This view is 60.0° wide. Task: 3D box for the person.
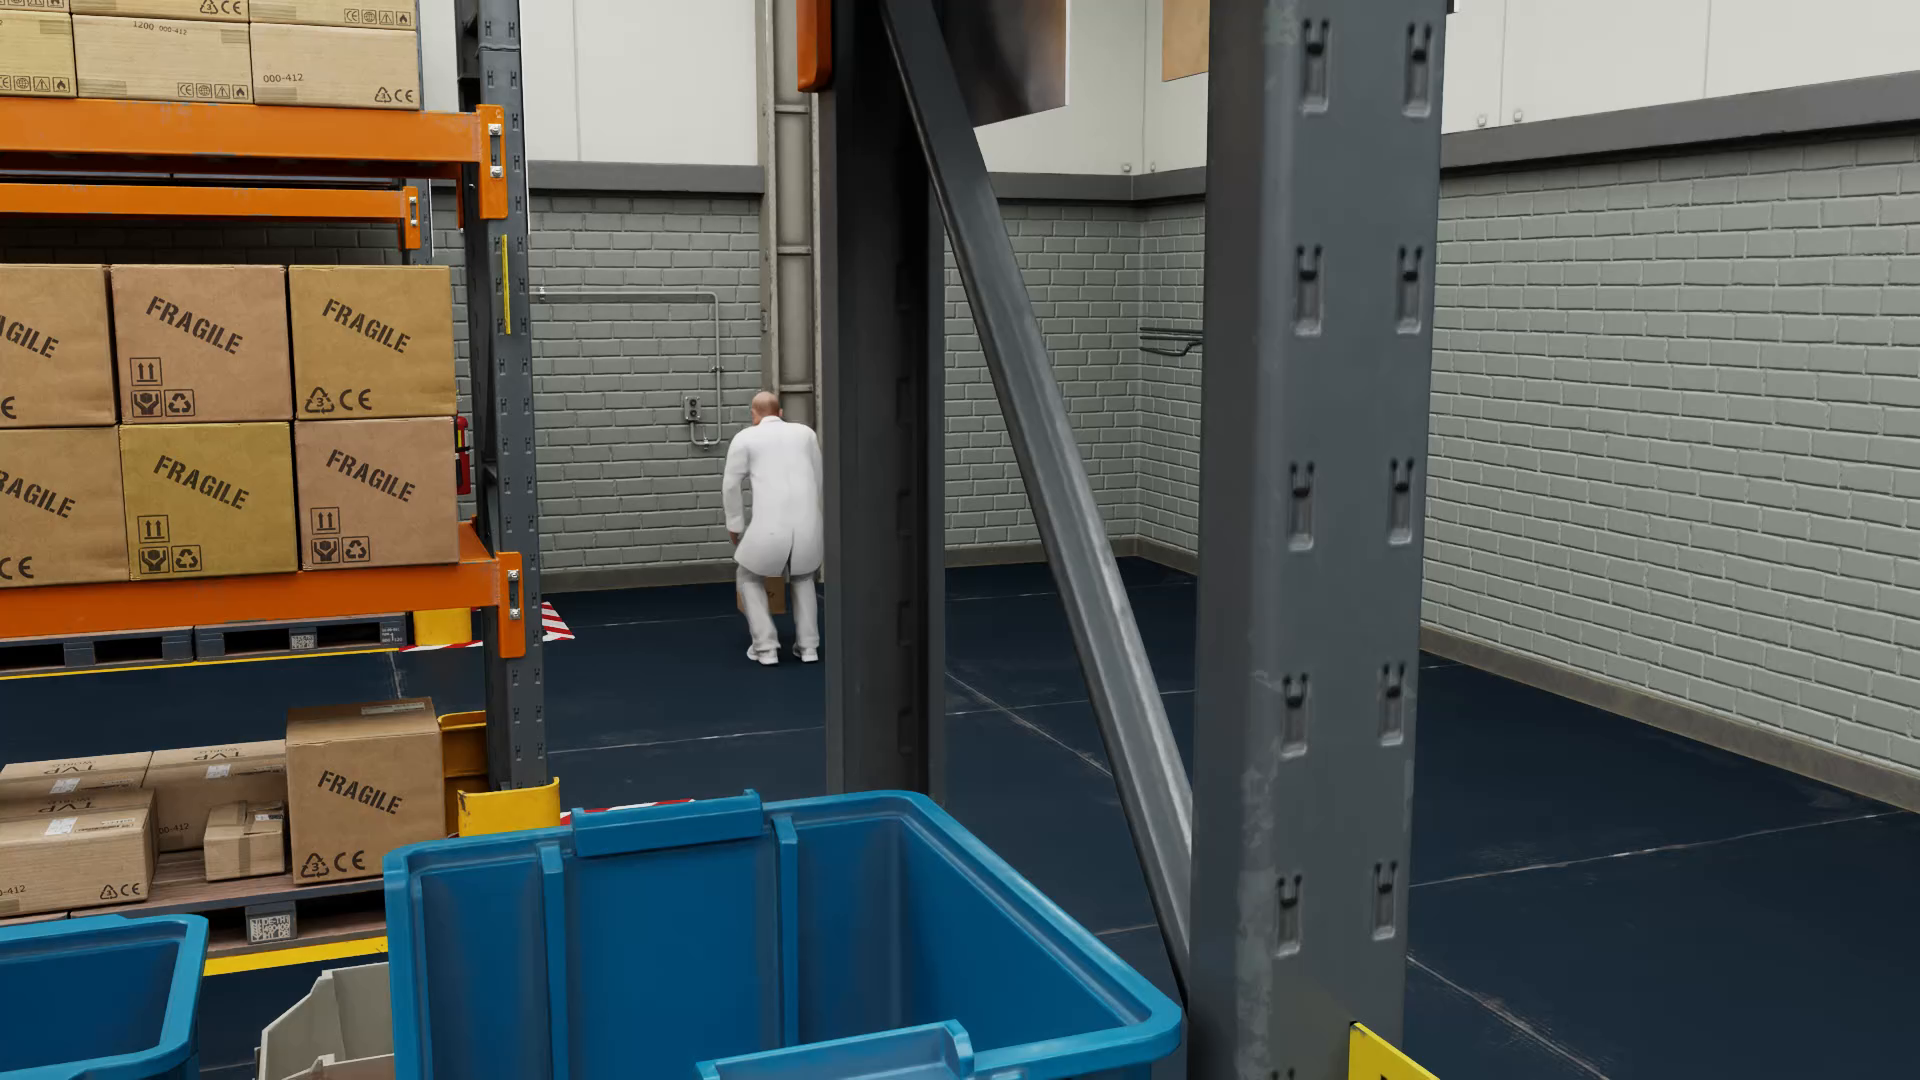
[{"bbox_3d":[-1.099,-0.070,9.937,0.620,1.612,0.564,-3,9,-20],"label":"person"}]
